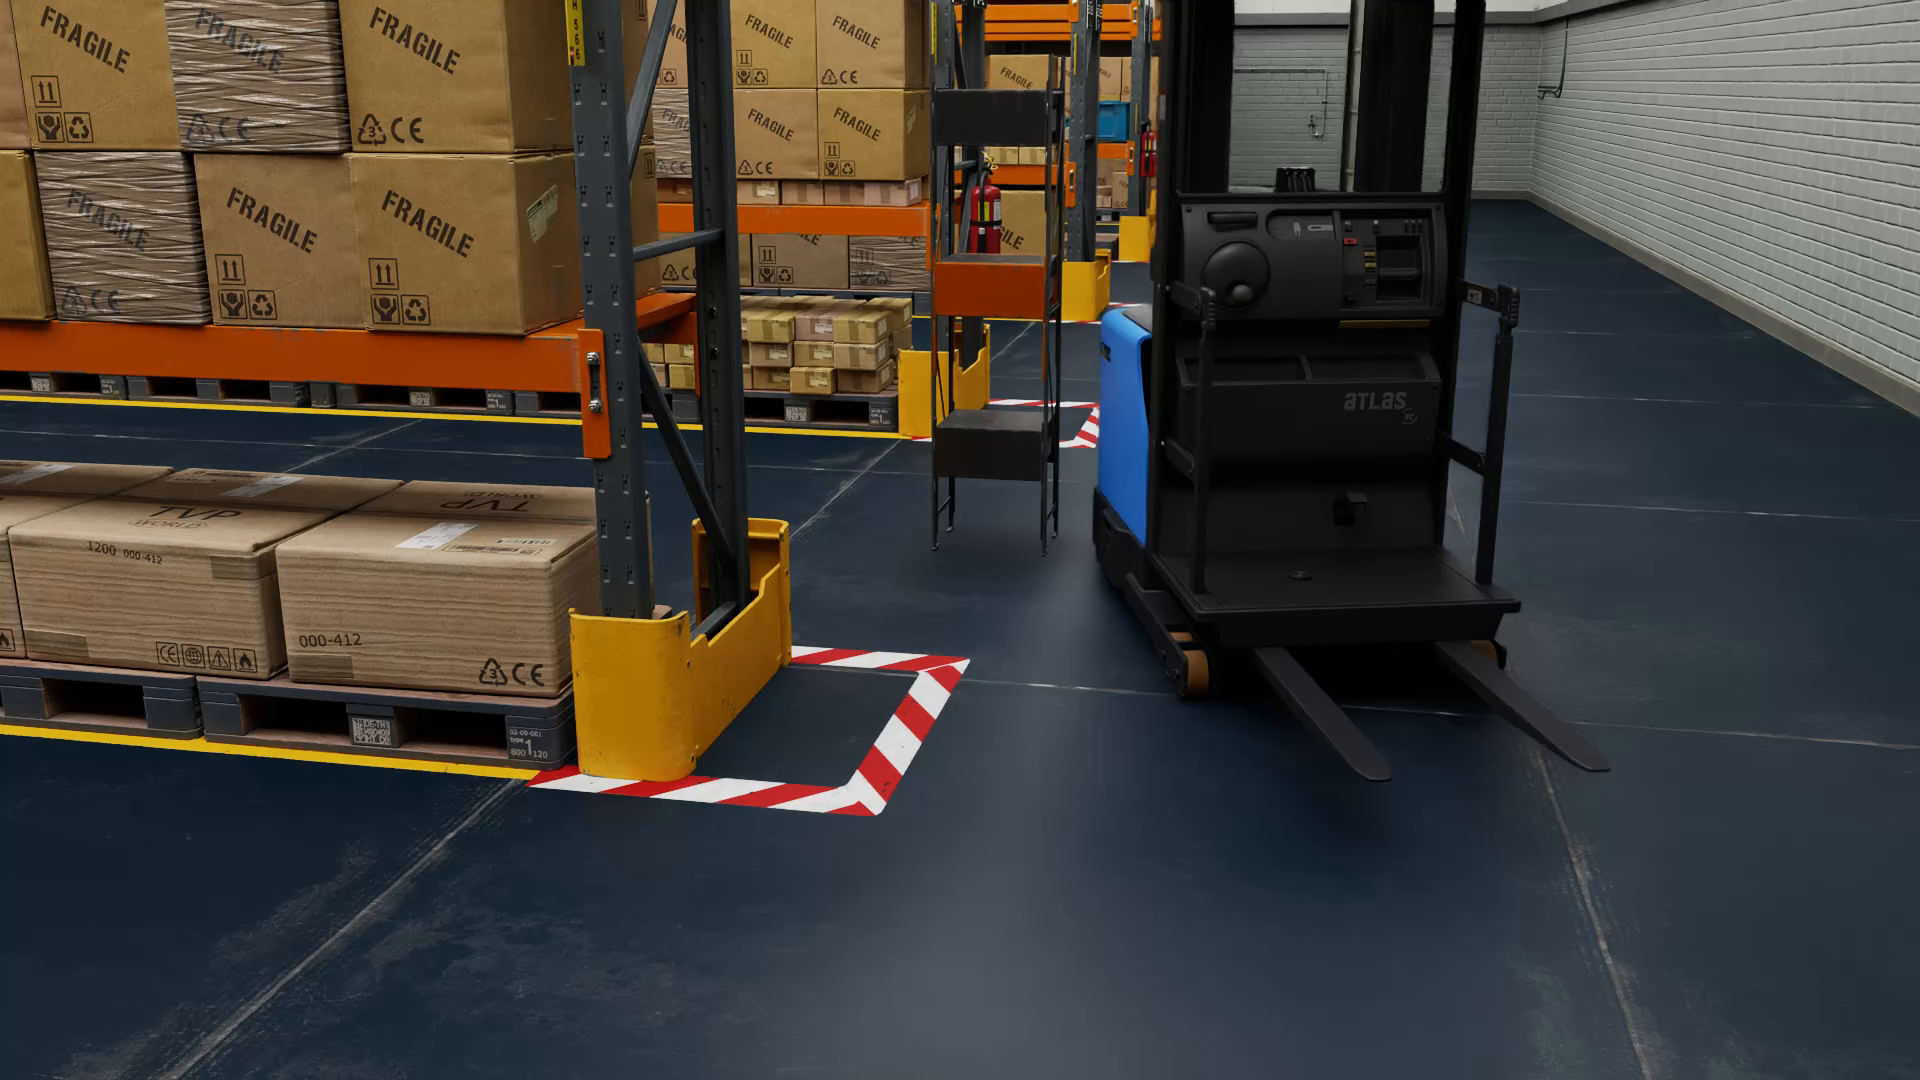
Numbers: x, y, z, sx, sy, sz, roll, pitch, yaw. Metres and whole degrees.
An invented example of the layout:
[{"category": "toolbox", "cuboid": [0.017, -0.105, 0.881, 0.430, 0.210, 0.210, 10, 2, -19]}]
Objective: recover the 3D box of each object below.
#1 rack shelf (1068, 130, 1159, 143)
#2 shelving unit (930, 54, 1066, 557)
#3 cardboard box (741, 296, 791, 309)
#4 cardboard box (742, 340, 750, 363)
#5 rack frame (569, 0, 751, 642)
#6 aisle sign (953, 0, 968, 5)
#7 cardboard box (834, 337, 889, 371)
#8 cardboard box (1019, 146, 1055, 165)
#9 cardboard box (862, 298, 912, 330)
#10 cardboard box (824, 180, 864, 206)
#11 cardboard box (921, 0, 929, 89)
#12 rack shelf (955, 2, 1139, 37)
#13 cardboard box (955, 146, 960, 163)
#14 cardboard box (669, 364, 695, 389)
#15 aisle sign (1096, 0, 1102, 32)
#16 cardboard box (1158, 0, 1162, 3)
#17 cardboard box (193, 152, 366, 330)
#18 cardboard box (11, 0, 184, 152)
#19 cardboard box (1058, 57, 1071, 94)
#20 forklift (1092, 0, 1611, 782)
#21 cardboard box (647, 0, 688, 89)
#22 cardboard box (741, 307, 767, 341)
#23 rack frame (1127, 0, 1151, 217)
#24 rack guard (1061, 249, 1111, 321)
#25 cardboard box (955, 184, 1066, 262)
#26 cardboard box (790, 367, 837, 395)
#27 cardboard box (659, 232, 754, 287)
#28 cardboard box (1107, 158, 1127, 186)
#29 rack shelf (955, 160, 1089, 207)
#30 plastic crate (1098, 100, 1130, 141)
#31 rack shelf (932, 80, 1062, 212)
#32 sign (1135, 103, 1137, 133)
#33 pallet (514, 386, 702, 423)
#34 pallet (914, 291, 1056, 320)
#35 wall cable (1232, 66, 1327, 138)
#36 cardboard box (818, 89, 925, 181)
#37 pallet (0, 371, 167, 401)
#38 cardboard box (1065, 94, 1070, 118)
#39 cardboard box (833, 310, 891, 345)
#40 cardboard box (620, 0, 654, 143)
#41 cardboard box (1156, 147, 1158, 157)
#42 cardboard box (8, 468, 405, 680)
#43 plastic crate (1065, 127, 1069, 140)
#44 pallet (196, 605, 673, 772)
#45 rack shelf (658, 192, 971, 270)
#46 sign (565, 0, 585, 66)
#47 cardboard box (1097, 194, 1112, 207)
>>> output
[{"category": "rack shelf", "cuboid": [1.095, -5.833, 24.279, 4.000, 0.370, 1.077, 3, 16, 11]}, {"category": "shelving unit", "cuboid": [0.162, -1.003, 7.180, 0.503, 2.100, 0.431, 3, 16, 11]}, {"category": "cardboard box", "cuboid": [-1.231, -1.444, 10.524, 0.250, 0.149, 0.380, 2, 16, 8]}, {"category": "cardboard box", "cuboid": [-1.336, -1.184, 10.143, 0.250, 0.149, 0.380, 3, 16, 10]}, {"category": "rack frame", "cuboid": [-0.897, -0.890, 5.085, 0.127, 3.000, 1.000, 3, 16, 11]}, {"category": "aisle sign", "cuboid": [0.002, -3.361, 9.135, 0.004, 0.787, 0.394, 3, 16, 11]}, {"category": "cardboard box", "cuboid": [-0.584, -1.115, 9.896, 0.250, 0.149, 0.380, 3, 16, 10]}, {"category": "cardboard box", "cuboid": [0.663, -3.294, 14.235, 0.250, 0.149, 0.380, 3, 16, 12]}, {"category": "cardboard box", "cuboid": [-0.456, -1.422, 10.446, 0.250, 0.149, 0.380, 2, 16, 9]}, {"category": "cardboard box", "cuboid": [-0.622, -2.036, 9.692, 0.250, 0.149, 0.380, 3, 16, 11]}, {"category": "cardboard box", "cuboid": [-0.397, -2.957, 9.930, 0.500, 0.500, 0.500, 3, 16, 11]}, {"category": "rack shelf", "cuboid": [0.105, -5.983, 19.201, 4.000, 0.370, 1.077, 3, 16, 11]}, {"category": "cardboard box", "cuboid": [-0.084, -3.335, 14.382, 0.250, 0.149, 0.380, 3, 16, 12]}, {"category": "cardboard box", "cuboid": [-1.588, -1.023, 10.119, 0.250, 0.149, 0.380, 2, 16, 9]}, {"category": "aisle sign", "cuboid": [1.208, -4.810, 14.367, 0.004, 0.787, 0.394, 3, 16, 11]}, {"category": "cardboard box", "cuboid": [2.604, -7.783, 23.696, 0.500, 0.250, 0.500, 3, 16, 11]}, {"category": "cardboard box", "cuboid": [-1.912, -0.925, 5.025, 0.500, 0.500, 0.500, 3, 16, 10]}, {"category": "cardboard box", "cuboid": [-2.419, -1.431, 4.977, 0.500, 0.500, 0.500, 3, 16, 11]}, {"category": "cardboard box", "cuboid": [1.560, -6.608, 23.669, 0.500, 0.500, 0.500, 4, 16, 13]}, {"category": "forklift", "cuboid": [1.248, -0.977, 5.529, 1.130, 2.935, 3.031, -2, 16, -6]}, {"category": "cardboard box", "cuboid": [-1.516, -2.875, 9.635, 0.500, 0.500, 0.500, 4, 16, 14]}, {"category": "cardboard box", "cuboid": [-1.334, -1.307, 10.029, 0.250, 0.149, 0.380, 2, 16, 9]}, {"category": "rack frame", "cuboid": [2.064, -4.778, 19.122, 0.127, 3.000, 1.000, 3, 16, 11]}, {"category": "rack guard", "cuboid": [1.101, -2.276, 14.773, 0.348, 0.500, 1.175, 3, 16, 11]}, {"category": "cardboard box", "cuboid": [0.434, -2.674, 14.719, 0.875, 0.875, 0.875, 3, 16, 11]}, {"category": "cardboard box", "cuboid": [-0.840, -0.979, 9.962, 0.250, 0.149, 0.380, 4, 16, 13]}, {"category": "cardboard box", "cuboid": [-2.212, -2.817, 15.238, 0.875, 0.875, 0.875, 3, 16, 11]}, {"category": "cardboard box", "cuboid": [2.842, -6.405, 28.891, 0.500, 0.500, 0.700, 3, 16, 11]}, {"category": "rack shelf", "cuboid": [-0.882, -3.242, 14.924, 4.000, 0.370, 1.077, 3, 16, 11]}, {"category": "plastic crate", "cuboid": [1.699, -4.793, 18.997, 0.499, 0.435, 0.616, 3, 16, 11]}, {"category": "rack shelf", "cuboid": [0.162, -1.665, 6.997, 0.480, 0.518, 0.431, 3, 16, 11]}, {"category": "sign", "cuboid": [1.971, -4.712, 18.577, 0.005, 0.325, 0.100, 3, 16, 11]}, {"category": "pallet", "cuboid": [-2.065, -0.968, 10.592, 1.213, 0.211, 1.003, 3, 16, 11]}, {"category": "pallet", "cuboid": [0.278, -2.160, 14.896, 1.213, 0.211, 1.003, 3, 16, 11]}, {"category": "wall cable", "cuboid": [5.482, -8.039, 28.990, 1.851, 1.984, 0.084, 3, 16, 11]}, {"category": "cardboard box", "cuboid": [-0.502, -2.338, 9.570, 0.500, 0.500, 0.500, 3, 16, 12]}, {"category": "pallet", "cuboid": [-5.892, -1.164, 11.300, 1.213, 0.211, 1.003, 3, 16, 11]}, {"category": "cardboard box", "cuboid": [1.565, -6.129, 23.812, 0.500, 0.500, 0.500, 3, 16, 12]}, {"category": "cardboard box", "cuboid": [-0.579, -1.267, 9.887, 0.250, 0.149, 0.380, 3, 16, 12]}, {"category": "cardboard box", "cuboid": [-1.311, -1.520, 5.300, 0.500, 0.500, 0.500, 3, 16, 10]}, {"category": "cardboard box", "cuboid": [3.495, -6.737, 28.874, 0.250, 0.149, 0.380, 3, 16, 11]}, {"category": "cardboard box", "cuboid": [-2.463, 0.087, 5.572, 0.875, 0.438, 0.875, 4, 16, 13]}, {"category": "plastic crate", "cuboid": [1.229, -4.676, 19.135, 0.243, 0.136, 0.396, 3, 16, 11]}, {"category": "pallet", "cuboid": [-1.697, 0.432, 5.537, 1.213, 0.211, 1.003, 3, 16, 11]}, {"category": "rack shelf", "cuboid": [-1.970, -1.950, 10.260, 4.000, 0.370, 1.077, 3, 16, 11]}, {"category": "sign", "cuboid": [-1.019, -1.421, 4.389, 0.005, 0.325, 0.100, 3, 16, 11]}, {"category": "cardboard box", "cuboid": [2.094, -4.930, 24.153, 0.250, 0.166, 0.380, 3, 16, 11]}]
